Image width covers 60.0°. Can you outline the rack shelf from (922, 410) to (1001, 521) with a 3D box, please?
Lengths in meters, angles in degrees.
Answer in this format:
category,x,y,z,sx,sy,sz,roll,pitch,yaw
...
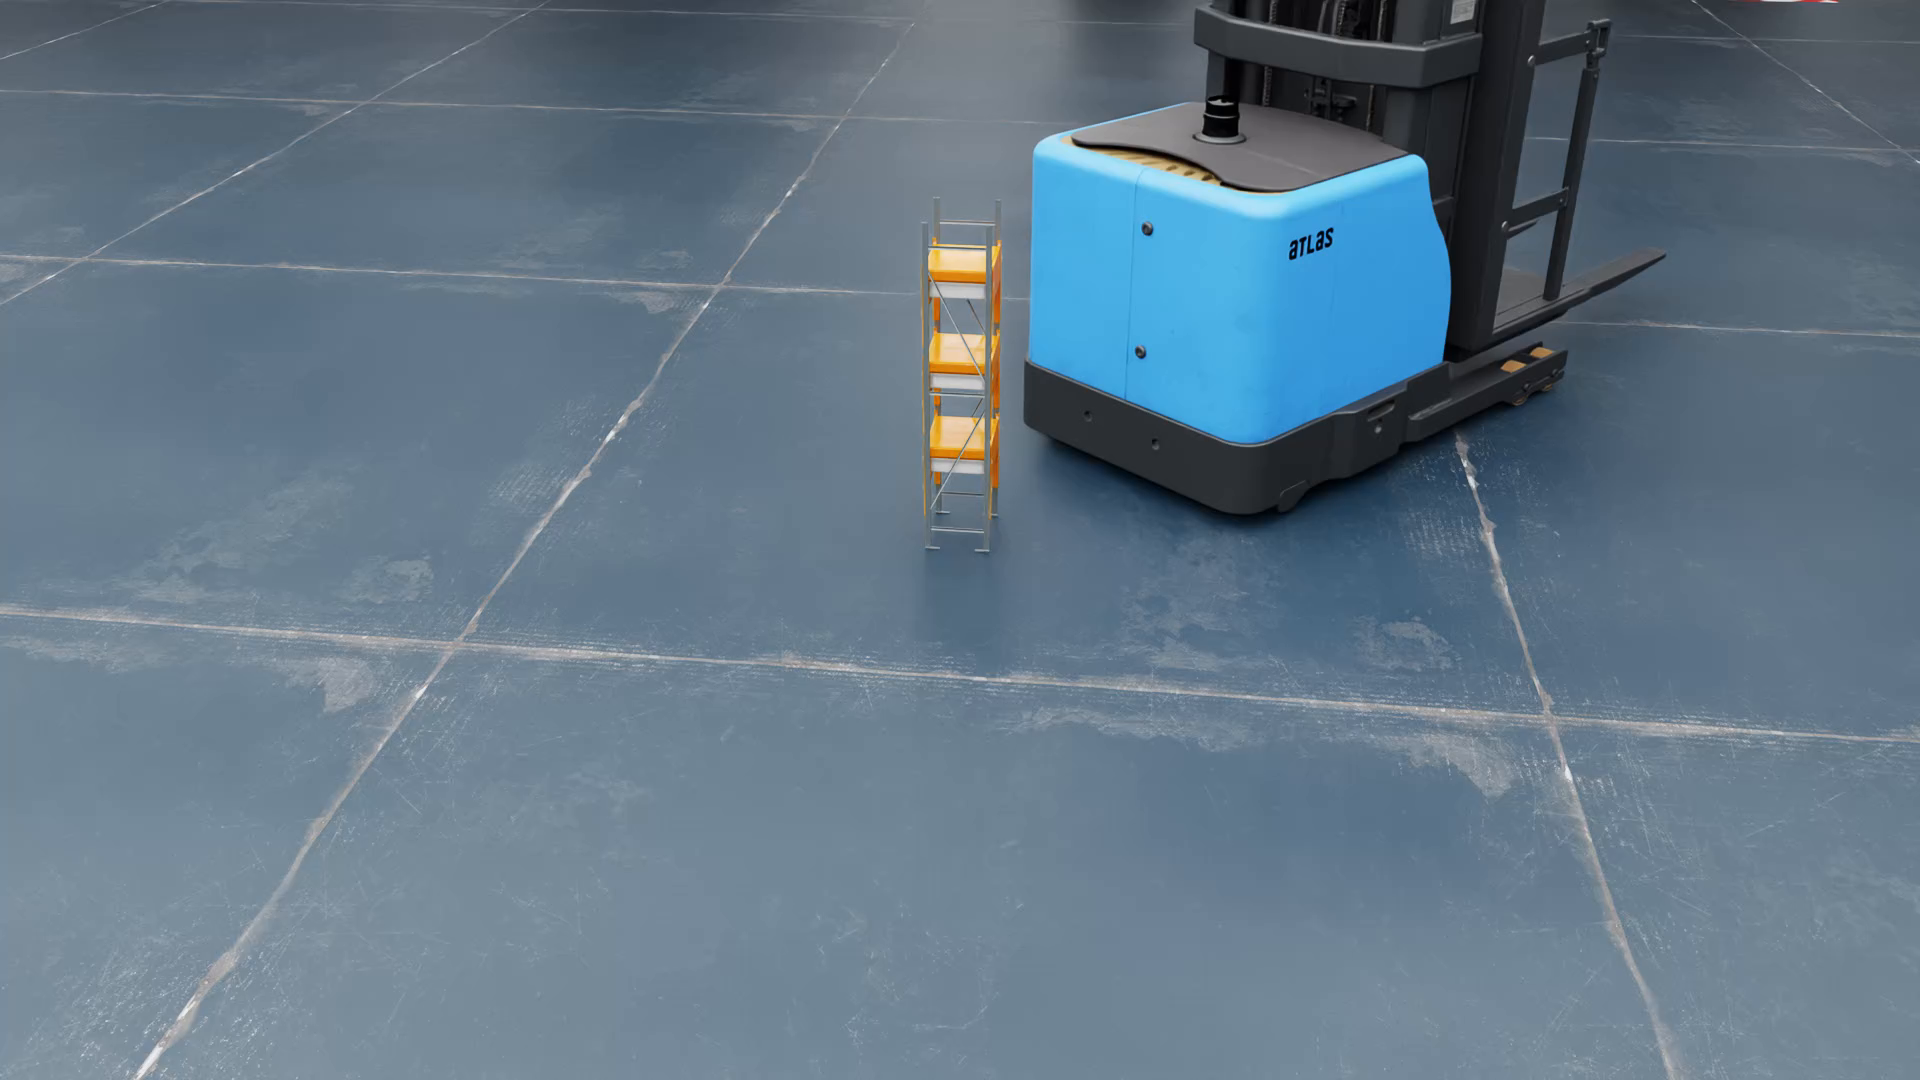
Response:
category,x,y,z,sx,sy,sz,roll,pitch,yaw
rack shelf,0.007,-0.233,5.185,0.215,0.259,0.240,3,28,6

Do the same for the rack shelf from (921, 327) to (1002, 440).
category,x,y,z,sx,sy,sz,roll,pitch,yaw
rack shelf,0.007,-0.478,5.053,0.215,0.259,0.240,3,28,6

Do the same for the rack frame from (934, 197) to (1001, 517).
category,x,y,z,sx,sy,sz,roll,pitch,yaw
rack frame,0.022,-0.545,5.154,0.200,1.050,0.008,3,28,6

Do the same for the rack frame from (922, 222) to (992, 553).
category,x,y,z,sx,sy,sz,roll,pitch,yaw
rack frame,-0.008,-0.430,4.941,0.200,1.050,0.008,3,28,6

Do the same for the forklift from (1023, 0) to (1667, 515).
category,x,y,z,sx,sy,sz,roll,pitch,yaw
forklift,1.654,-1.952,5.783,3.031,2.935,1.130,-23,36,-36

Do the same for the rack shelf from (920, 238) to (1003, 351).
category,x,y,z,sx,sy,sz,roll,pitch,yaw
rack shelf,0.007,-0.728,4.918,0.215,0.259,0.240,3,28,6

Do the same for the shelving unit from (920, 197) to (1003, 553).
category,x,y,z,sx,sy,sz,roll,pitch,yaw
shelving unit,0.007,-0.487,5.048,0.215,1.050,0.252,3,28,6
